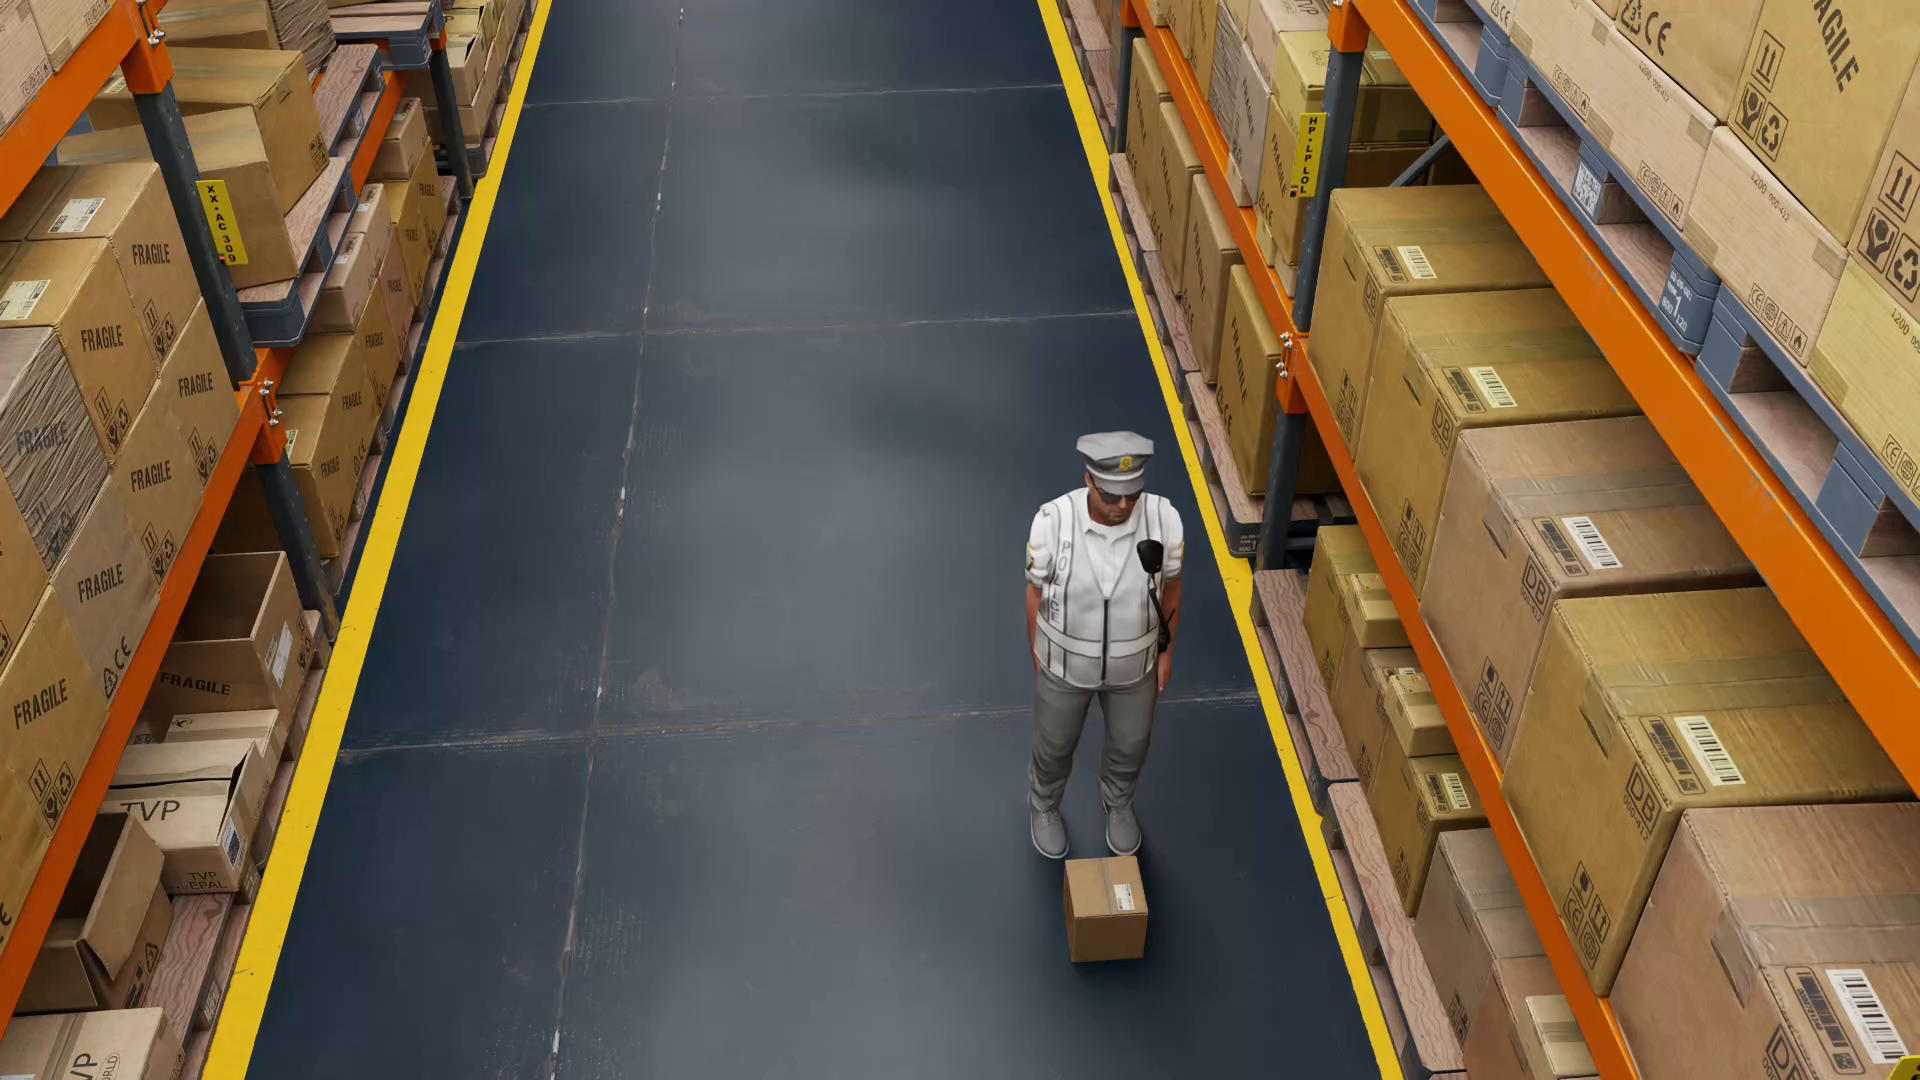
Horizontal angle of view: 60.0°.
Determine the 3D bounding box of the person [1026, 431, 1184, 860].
[{"bbox_3d":[0.484,0.389,5.673,0.527,1.770,0.393,-2,39,-3],"label":"person"}]
